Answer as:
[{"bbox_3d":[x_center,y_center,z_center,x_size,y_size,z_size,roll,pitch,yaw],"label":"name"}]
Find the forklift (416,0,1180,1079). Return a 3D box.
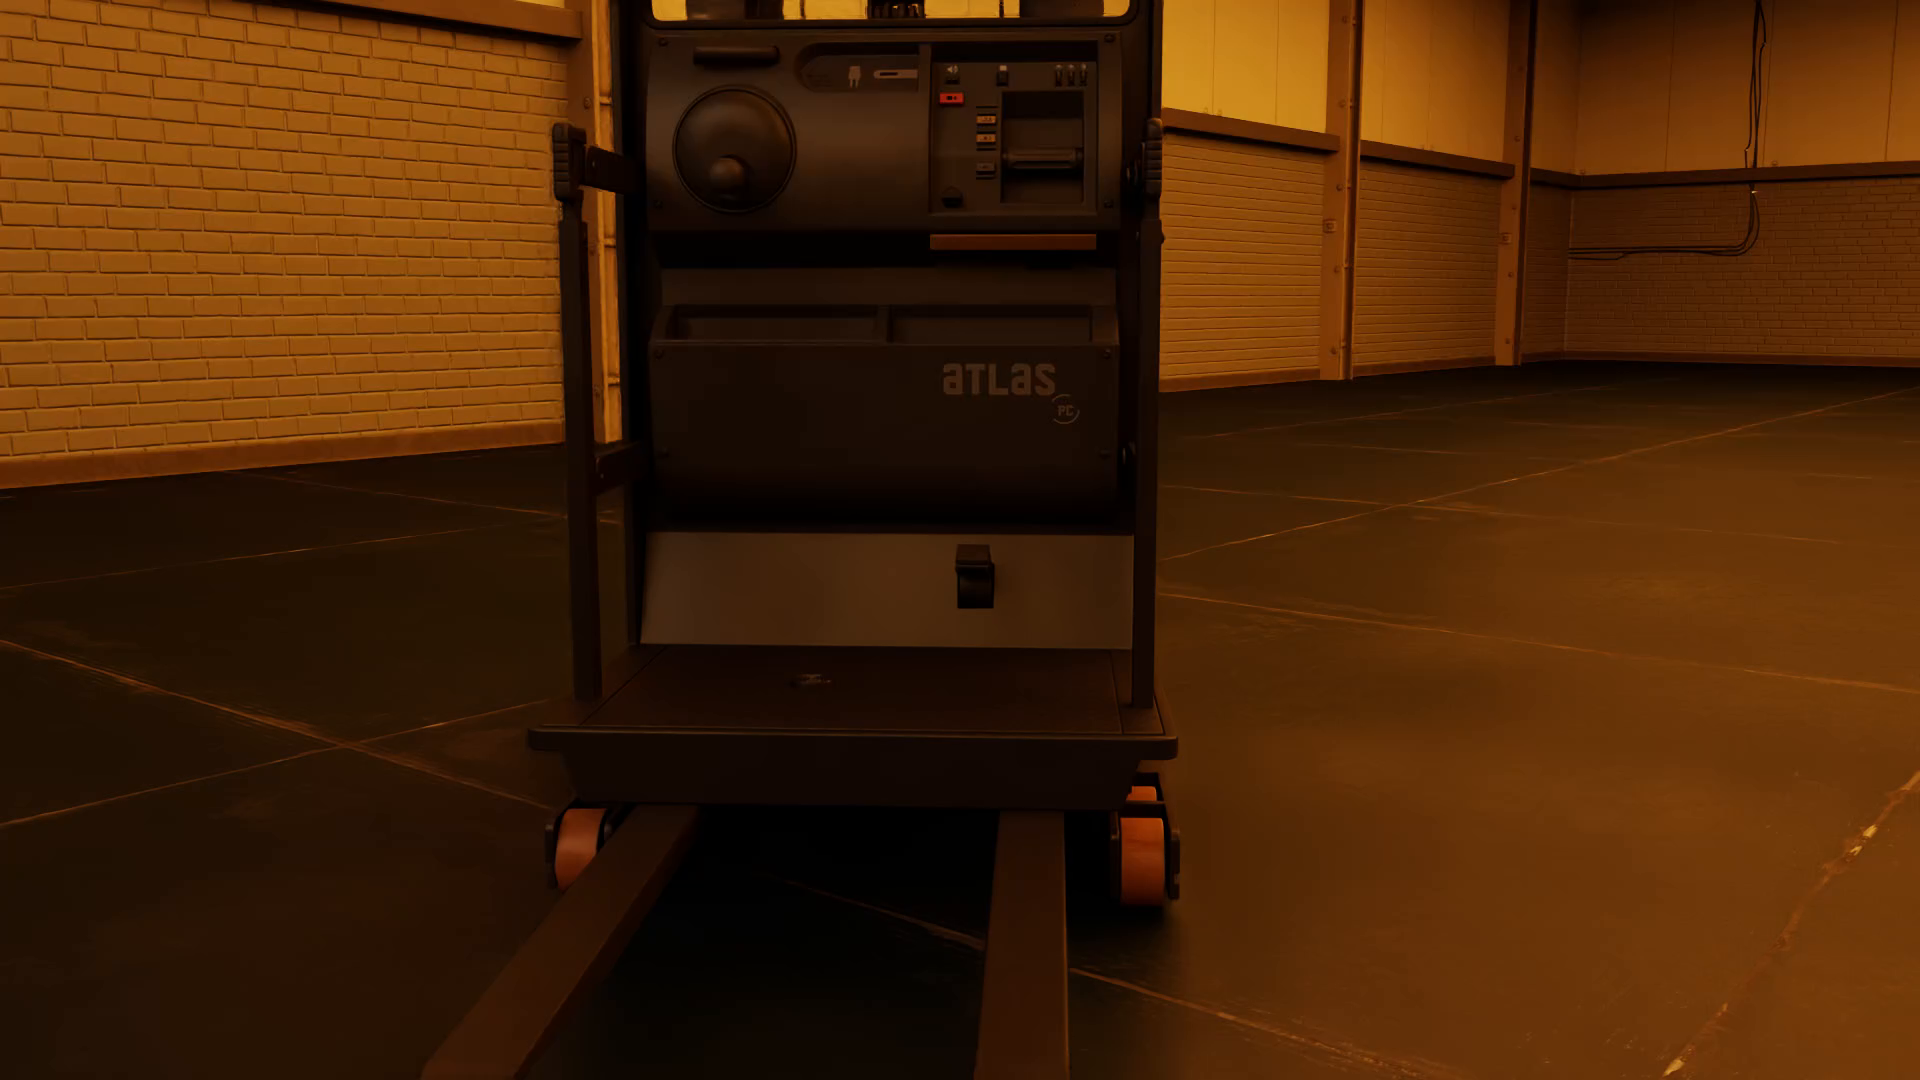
[{"bbox_3d":[-0.159,-0.845,3.055,1.130,2.935,3.031,0,8,3],"label":"forklift"}]
